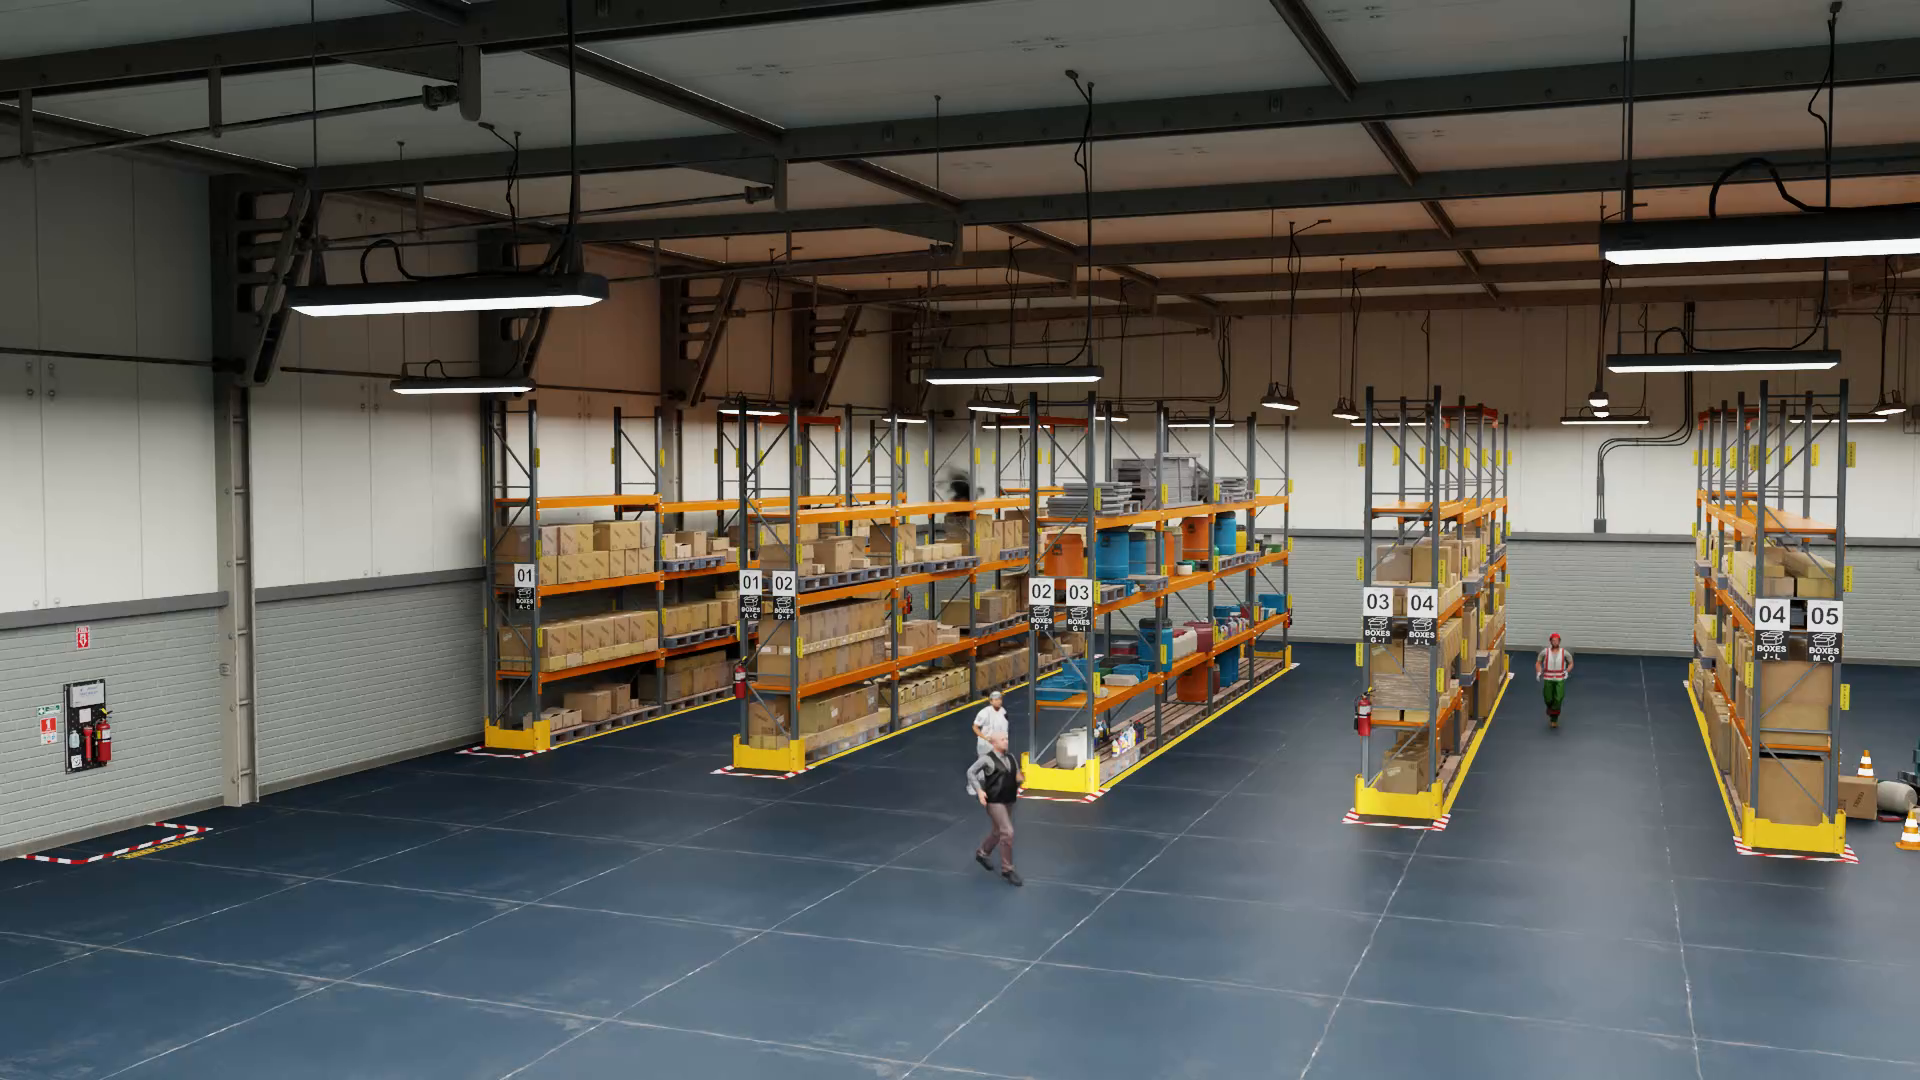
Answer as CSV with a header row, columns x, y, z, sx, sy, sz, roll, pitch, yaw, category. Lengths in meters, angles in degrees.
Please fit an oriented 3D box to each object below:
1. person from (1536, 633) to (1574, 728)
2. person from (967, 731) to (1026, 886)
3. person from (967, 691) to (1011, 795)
x,y,z,sx,sy,sz,roll,pitch,yaw,category
11.104,2.606,31.041,0.667,1.741,0.608,1,3,20,person
0.462,3.156,19.751,0.825,1.771,0.633,2,4,39,person
0.462,3.005,24.162,0.633,1.640,0.743,-2,3,-28,person
